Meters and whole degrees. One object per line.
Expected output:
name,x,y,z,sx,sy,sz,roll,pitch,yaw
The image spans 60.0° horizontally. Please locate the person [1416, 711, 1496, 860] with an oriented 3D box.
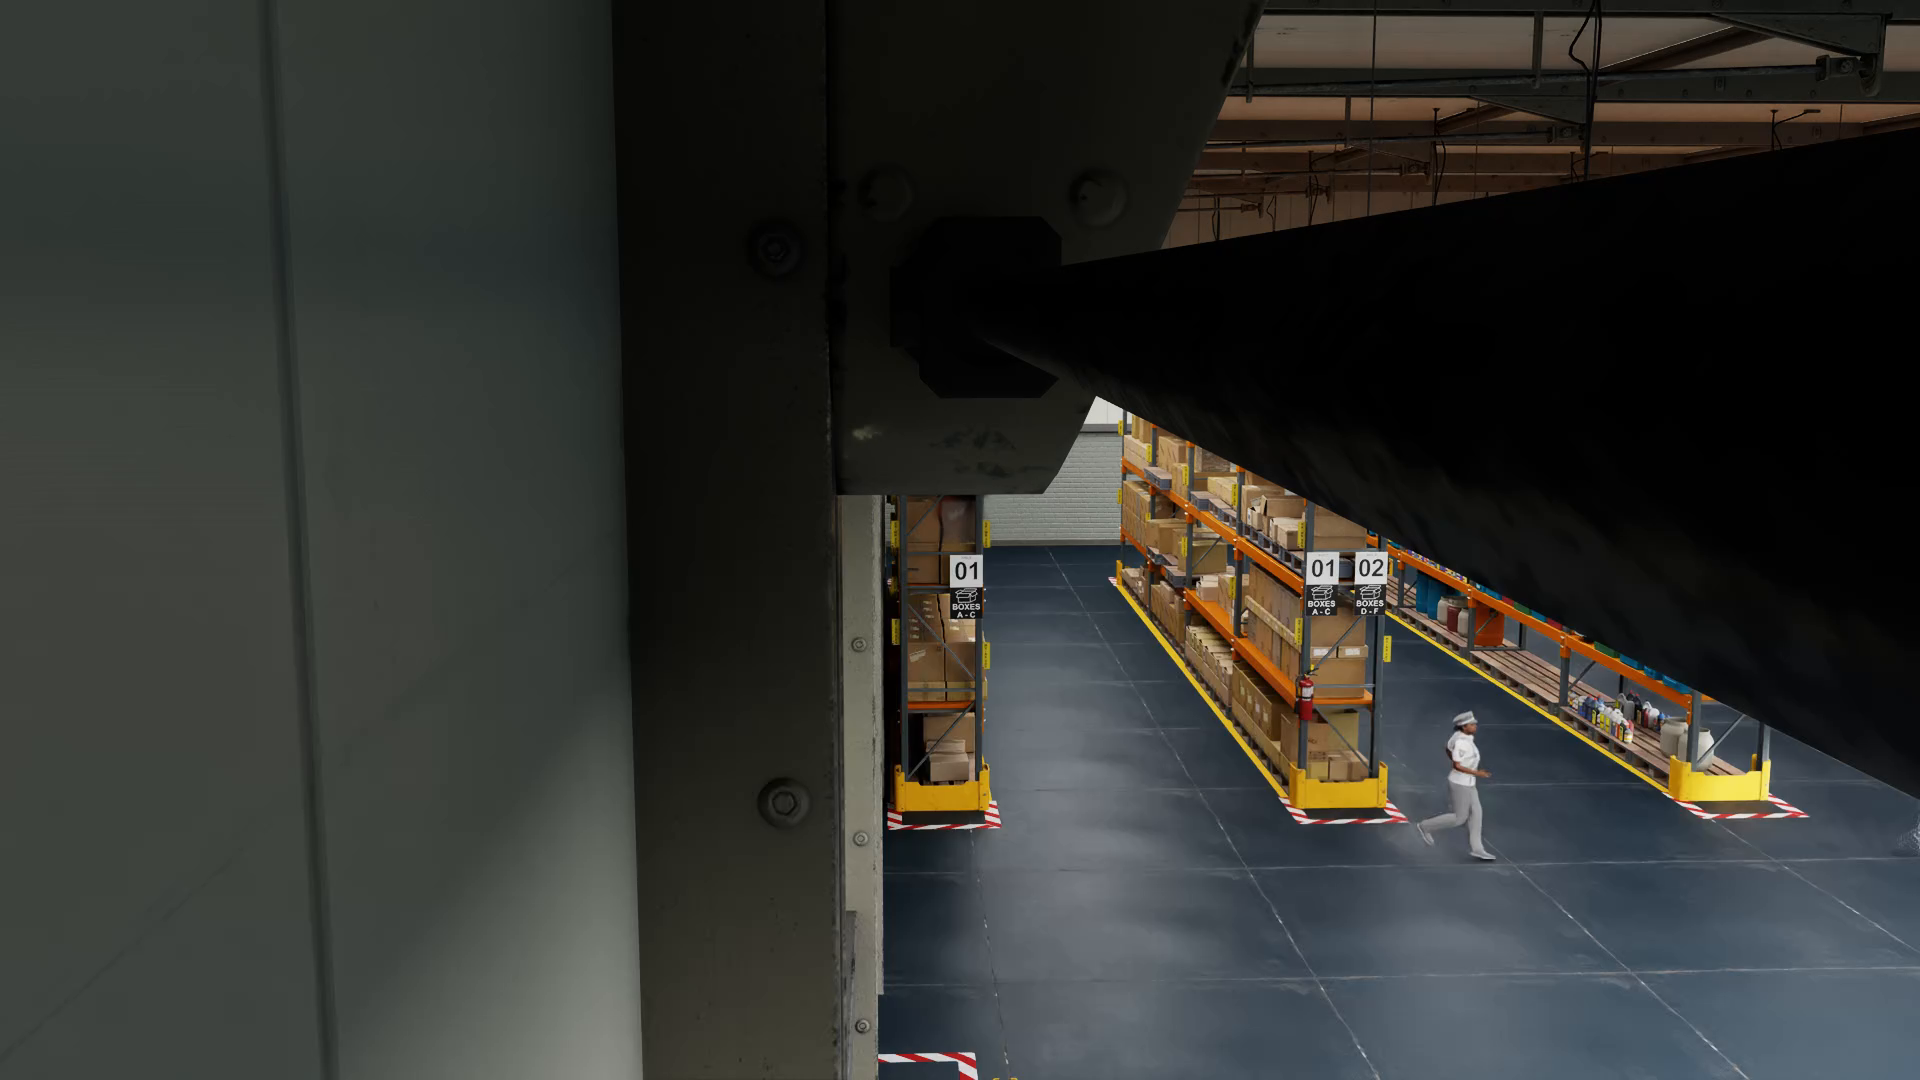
person,5.644,2.751,18.800,0.878,1.694,0.584,3,9,20
